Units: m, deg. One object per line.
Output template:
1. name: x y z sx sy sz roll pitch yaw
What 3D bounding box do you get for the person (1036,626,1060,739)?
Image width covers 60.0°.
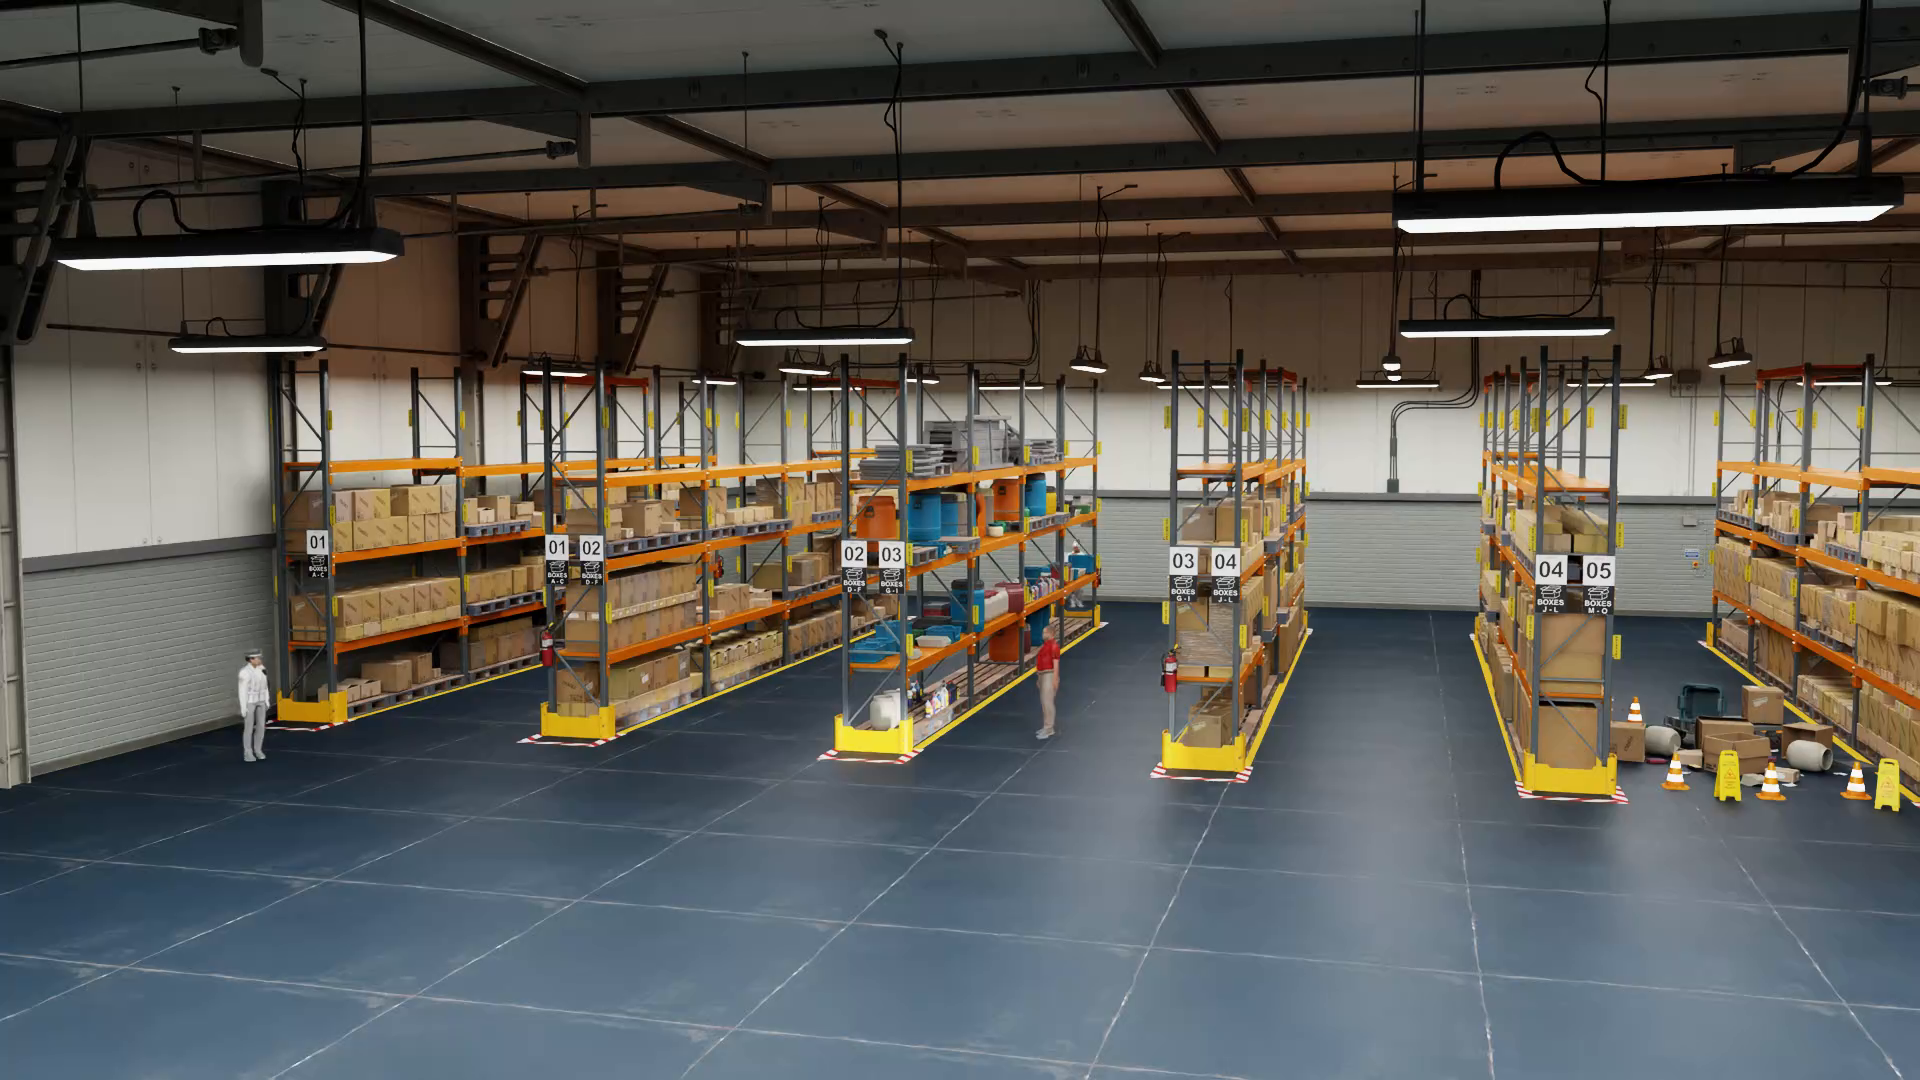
1. person: 1.358 2.242 26.467 0.454 1.744 0.679 -1 4 -12

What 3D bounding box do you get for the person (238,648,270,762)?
1. person: -10.395 2.418 24.482 0.383 1.675 0.521 2 5 27

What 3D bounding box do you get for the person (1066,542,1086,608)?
1. person: 3.122 0.932 44.427 0.605 1.791 0.414 -2 4 -22
